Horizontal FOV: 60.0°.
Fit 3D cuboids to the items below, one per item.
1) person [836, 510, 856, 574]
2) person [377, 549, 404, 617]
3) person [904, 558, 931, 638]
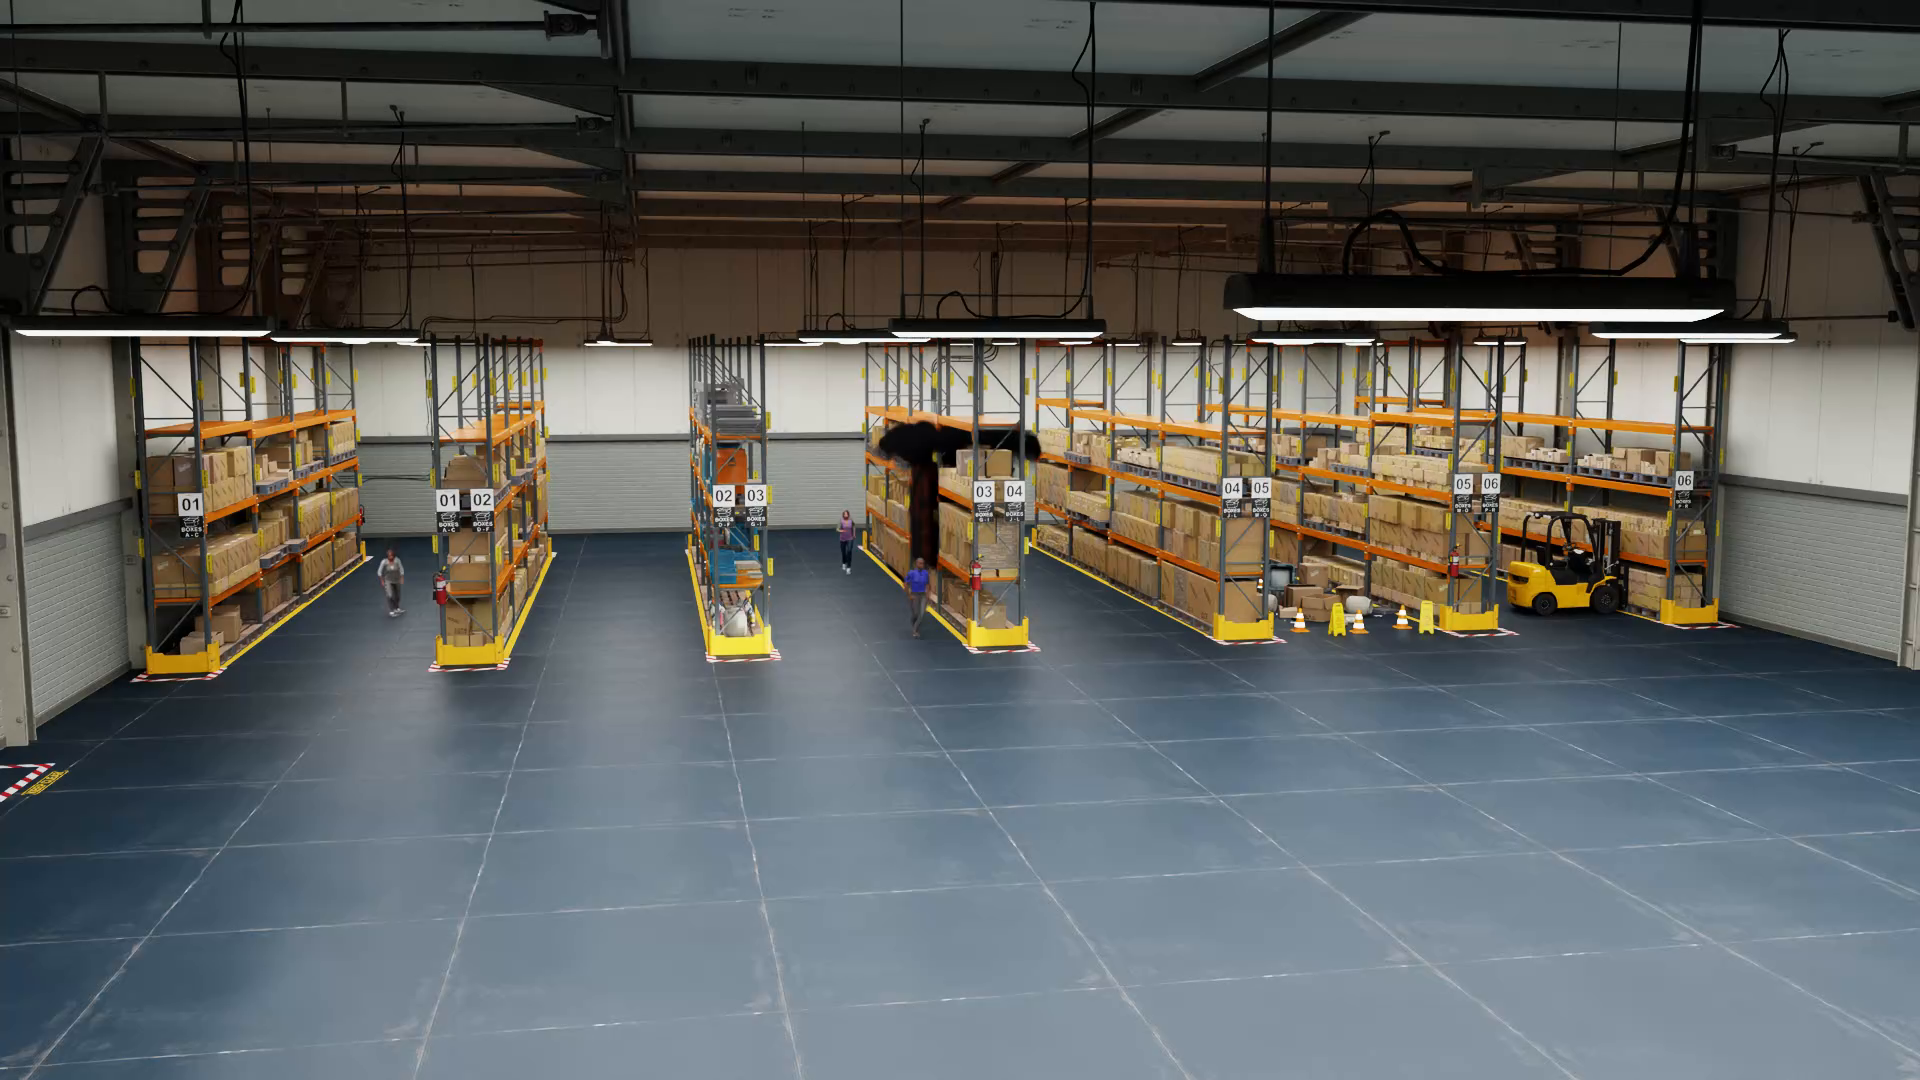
[{"bbox_3d":[-2.920,0.027,42.650,0.514,1.626,0.825,-1,7,-5],"label":"person"},{"bbox_3d":[-12.208,0.916,35.680,0.586,1.463,0.760,-5,8,-35],"label":"person"},{"bbox_3d":[-0.857,1.133,33.106,0.573,1.596,0.533,-2,7,-21],"label":"person"}]
